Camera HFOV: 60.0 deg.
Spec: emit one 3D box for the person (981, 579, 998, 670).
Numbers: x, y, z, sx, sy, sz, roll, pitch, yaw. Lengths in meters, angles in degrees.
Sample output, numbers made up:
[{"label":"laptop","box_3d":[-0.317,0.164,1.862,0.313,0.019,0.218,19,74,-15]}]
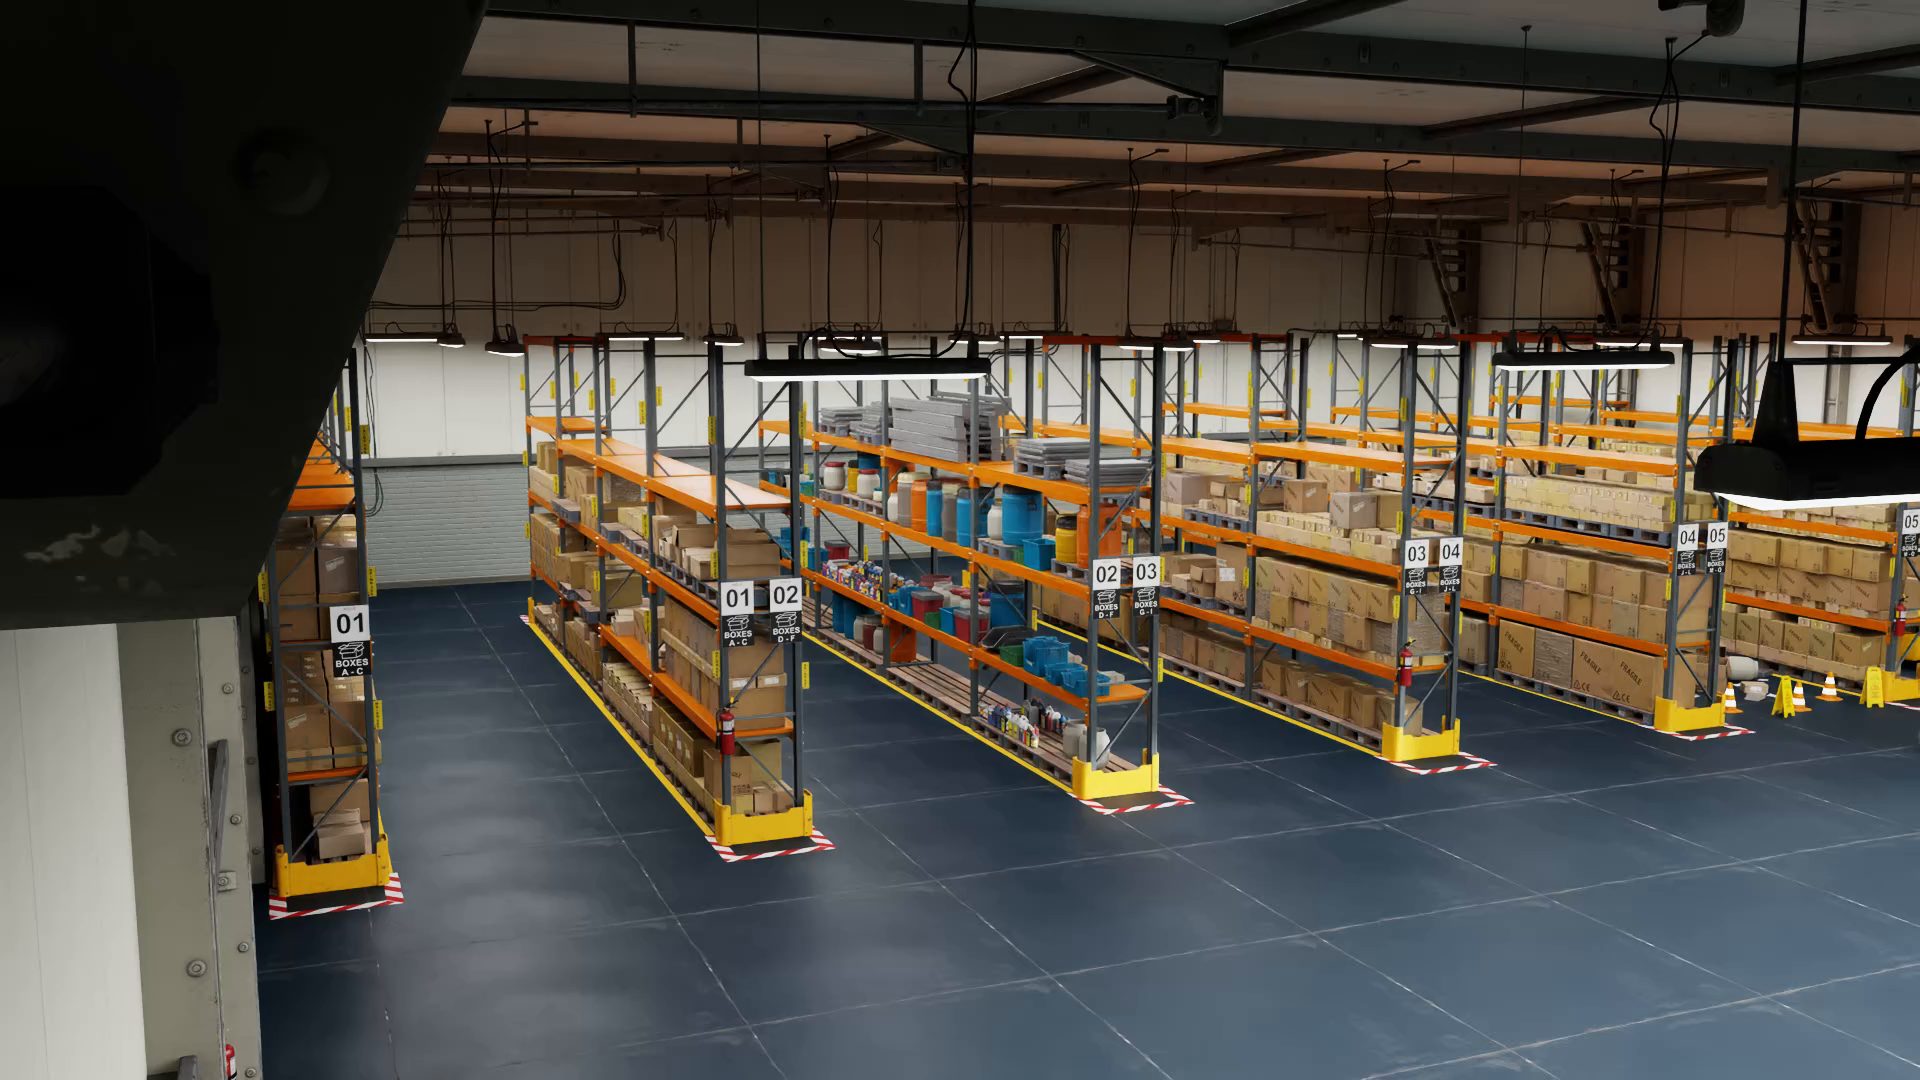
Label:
[{"label":"person","box_3d":[0.595,1.545,29.914,0.569,1.677,0.430,1,8,11]}]
